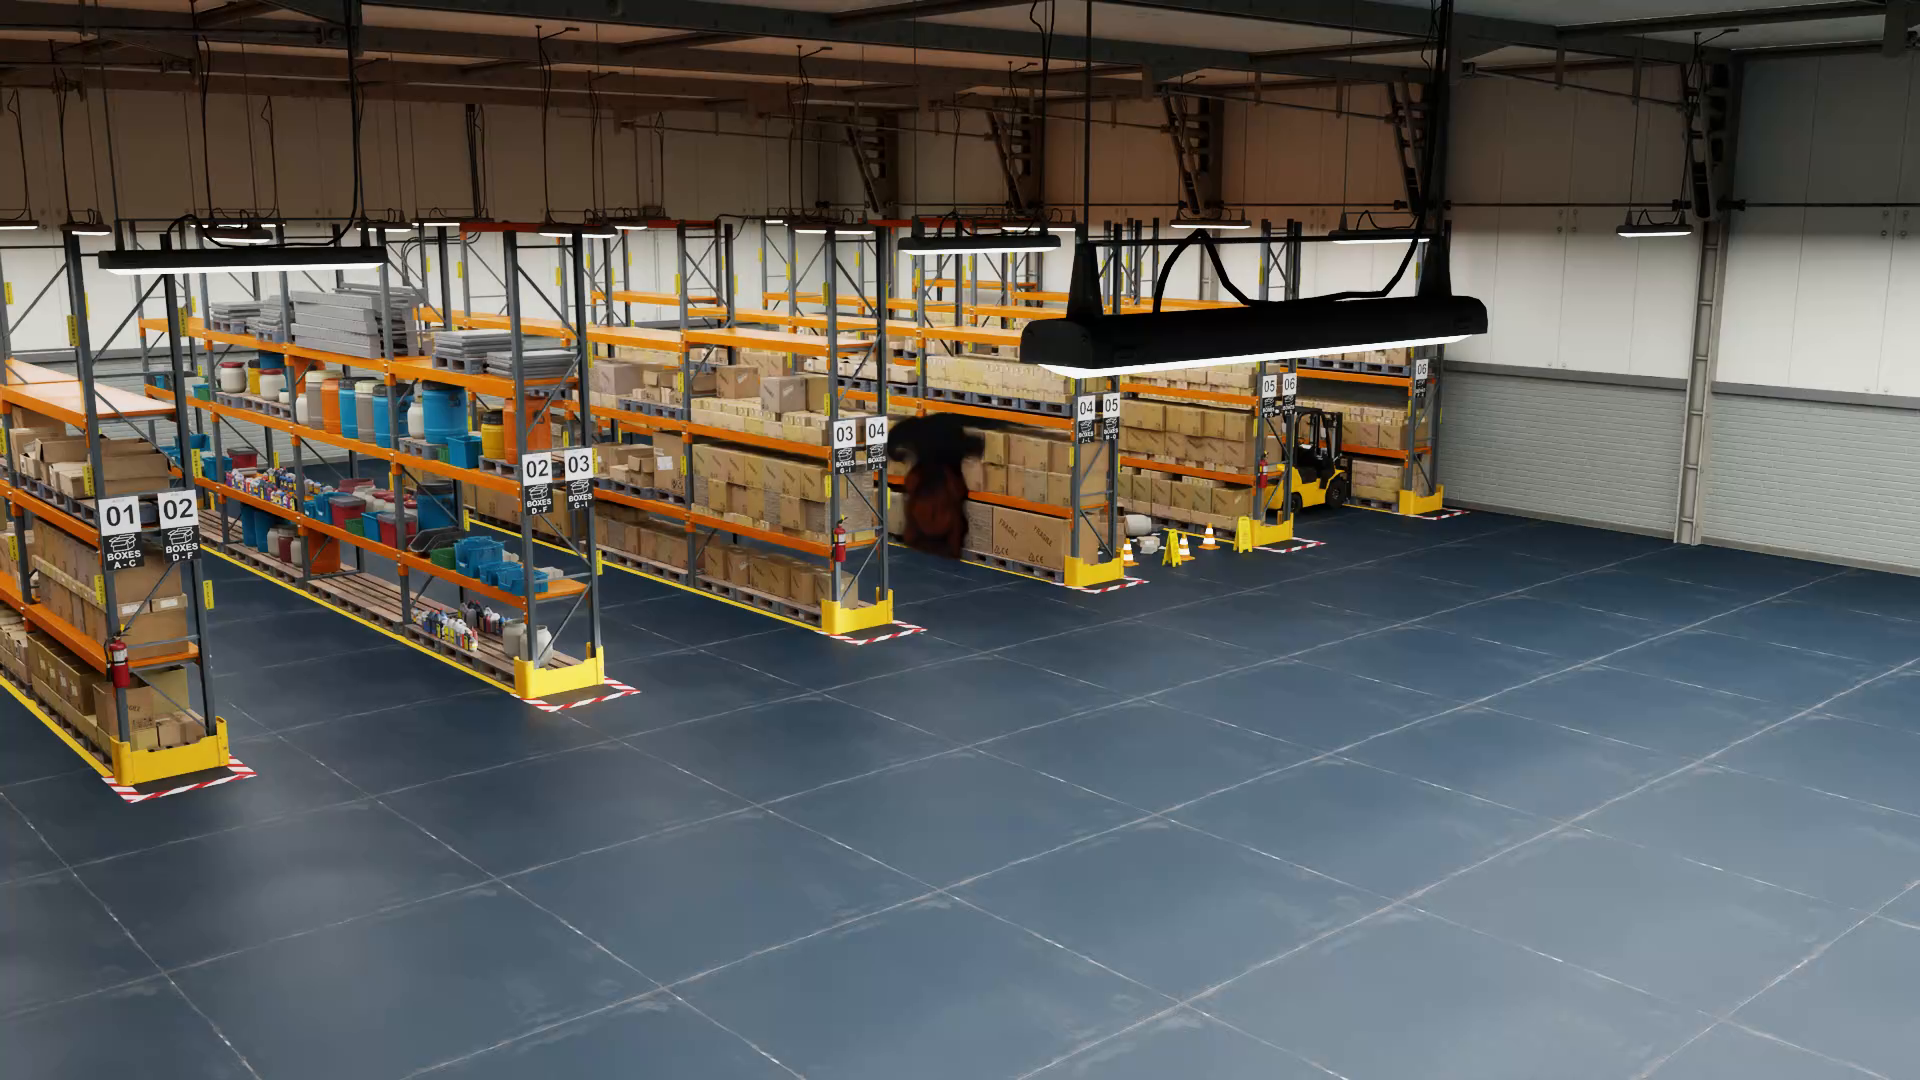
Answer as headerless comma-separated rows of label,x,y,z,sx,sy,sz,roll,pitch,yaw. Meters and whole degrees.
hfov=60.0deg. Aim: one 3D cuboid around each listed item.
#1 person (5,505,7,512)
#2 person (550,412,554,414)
person,-18.699,-0.874,31.926,0.744,1.721,0.846,1,11,5
person,-9.993,-2.422,39.766,0.699,1.676,0.988,-6,13,-26
